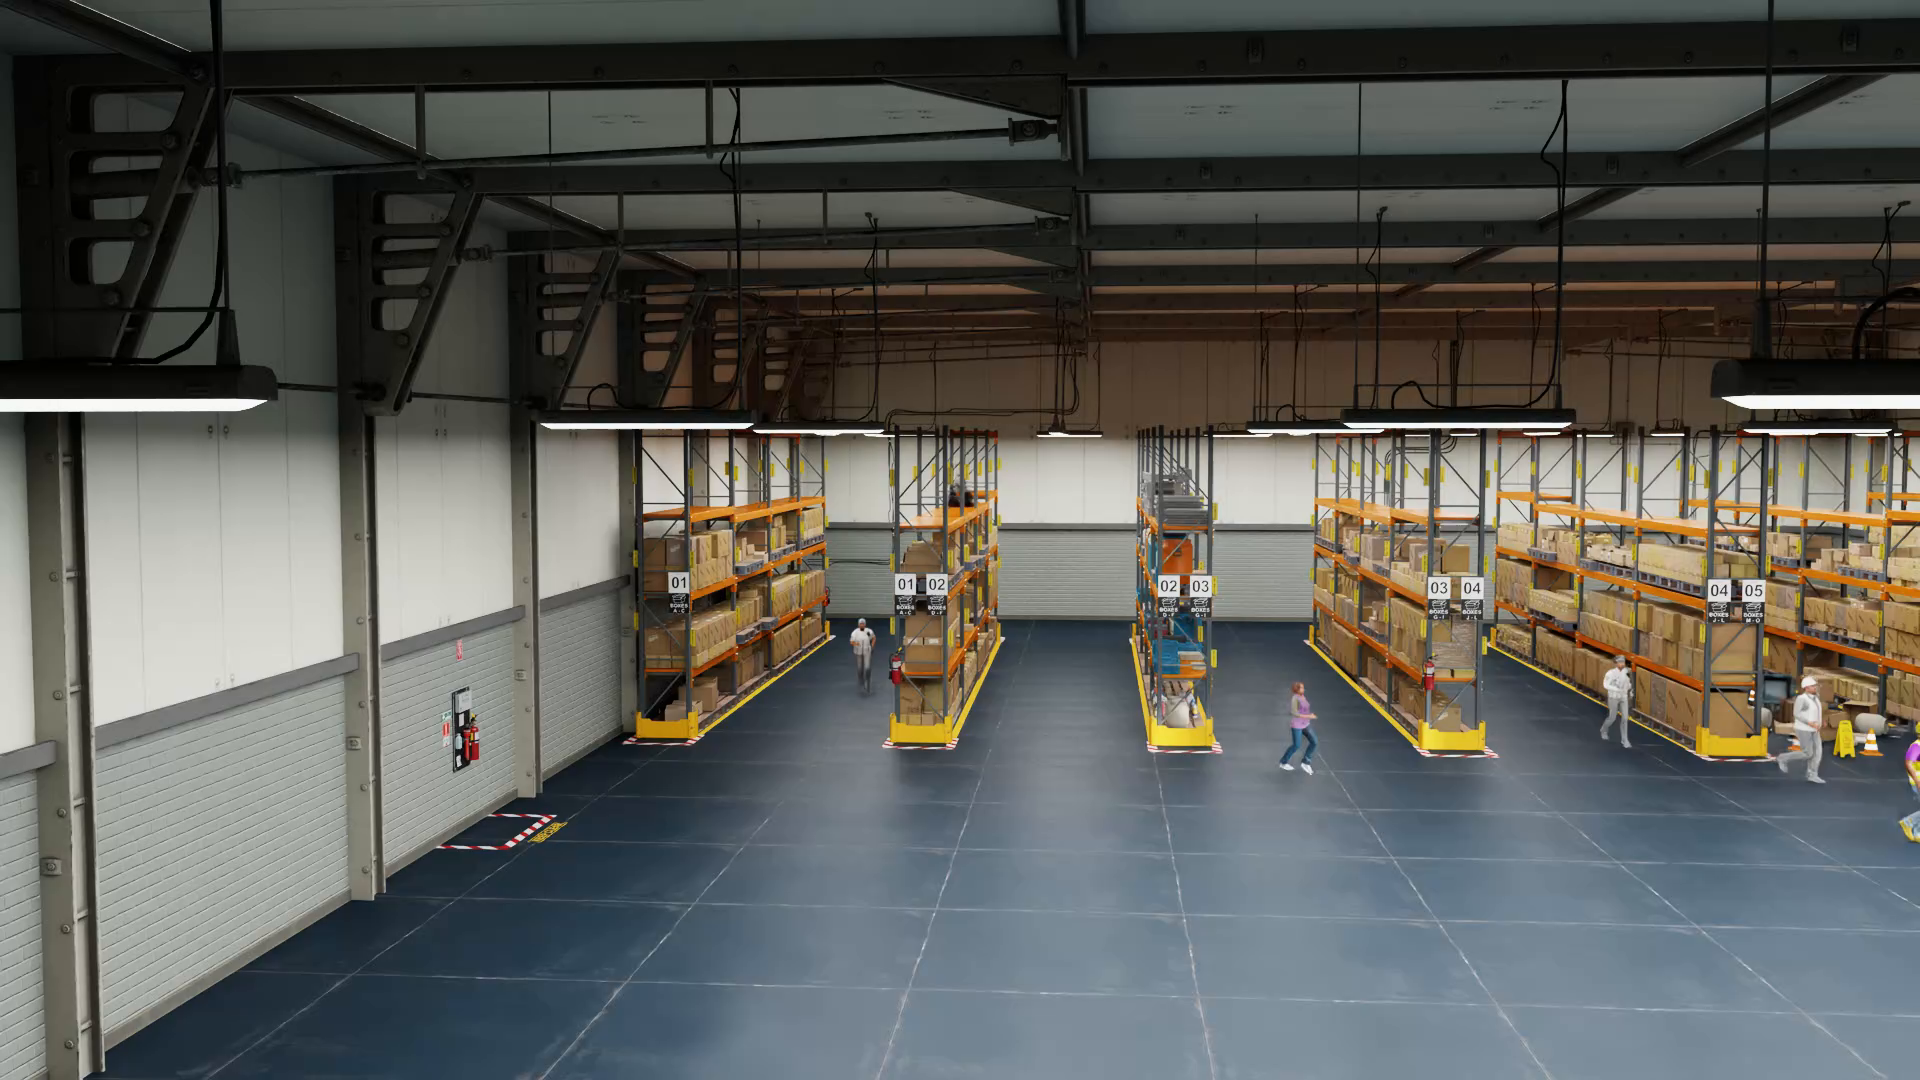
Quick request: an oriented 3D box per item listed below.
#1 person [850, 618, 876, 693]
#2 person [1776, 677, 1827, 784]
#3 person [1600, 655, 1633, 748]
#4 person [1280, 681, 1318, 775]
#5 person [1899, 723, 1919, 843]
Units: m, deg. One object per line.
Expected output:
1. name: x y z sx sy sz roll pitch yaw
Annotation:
1. person: -2.212 2.634 37.826 0.583 1.725 0.746 0 3 -1
2. person: 14.215 3.179 27.977 0.668 1.764 0.758 -2 4 -36
3. person: 12.363 2.995 31.256 0.632 1.721 0.827 -1 3 -9
4. person: 5.834 3.225 28.552 0.690 1.609 0.546 3 4 39
5. person: 13.673 3.438 23.573 0.575 1.730 0.712 2 4 36
